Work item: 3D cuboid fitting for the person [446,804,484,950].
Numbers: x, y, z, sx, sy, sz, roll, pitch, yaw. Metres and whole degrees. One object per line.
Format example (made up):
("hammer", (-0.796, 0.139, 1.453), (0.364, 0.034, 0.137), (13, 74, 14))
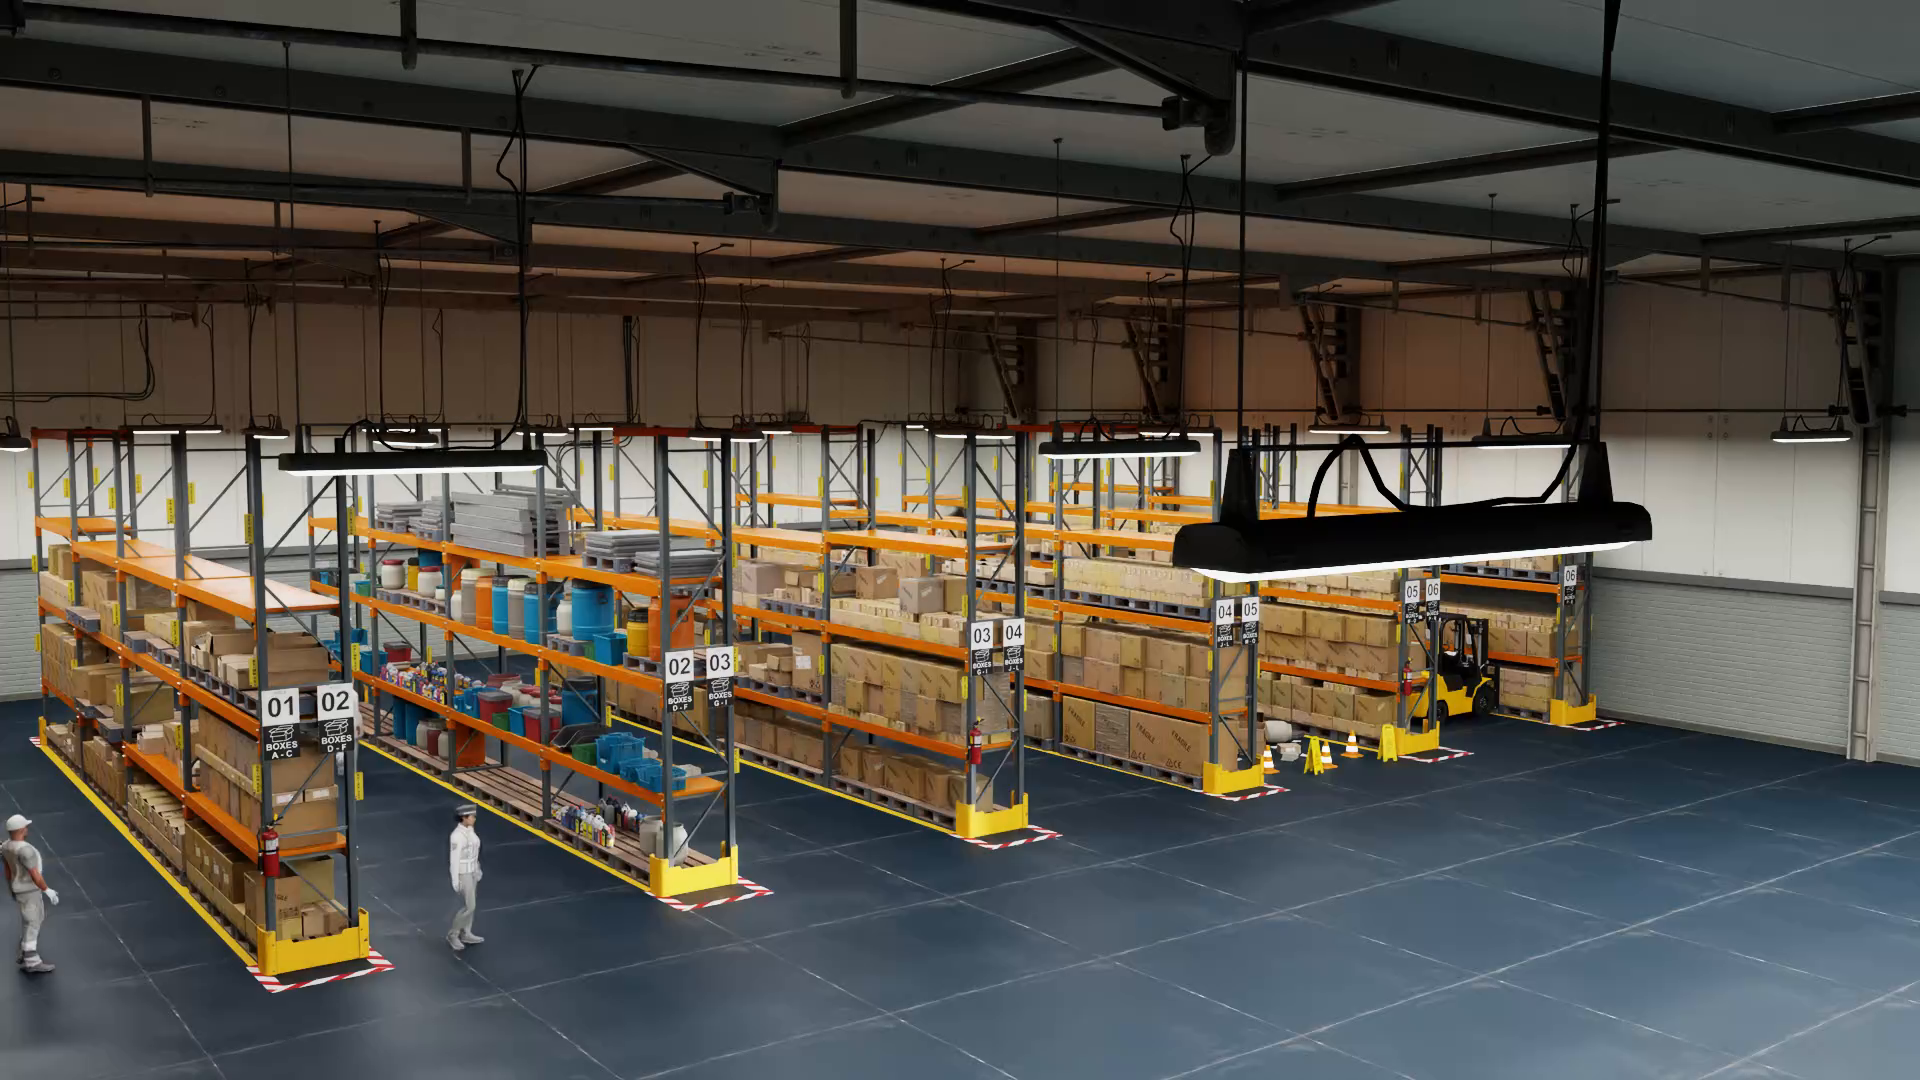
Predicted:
("person", (-5.856, 3.959, 19.703), (0.394, 1.661, 0.583), (0, 4, 2))

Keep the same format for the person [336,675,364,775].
("person", (-10.590, 3.184, 28.689), (0.533, 1.765, 0.779), (-1, 5, -7))

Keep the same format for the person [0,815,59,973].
("person", (-10.494, 3.980, 18.766), (0.554, 1.830, 0.647), (-3, 5, -31))
